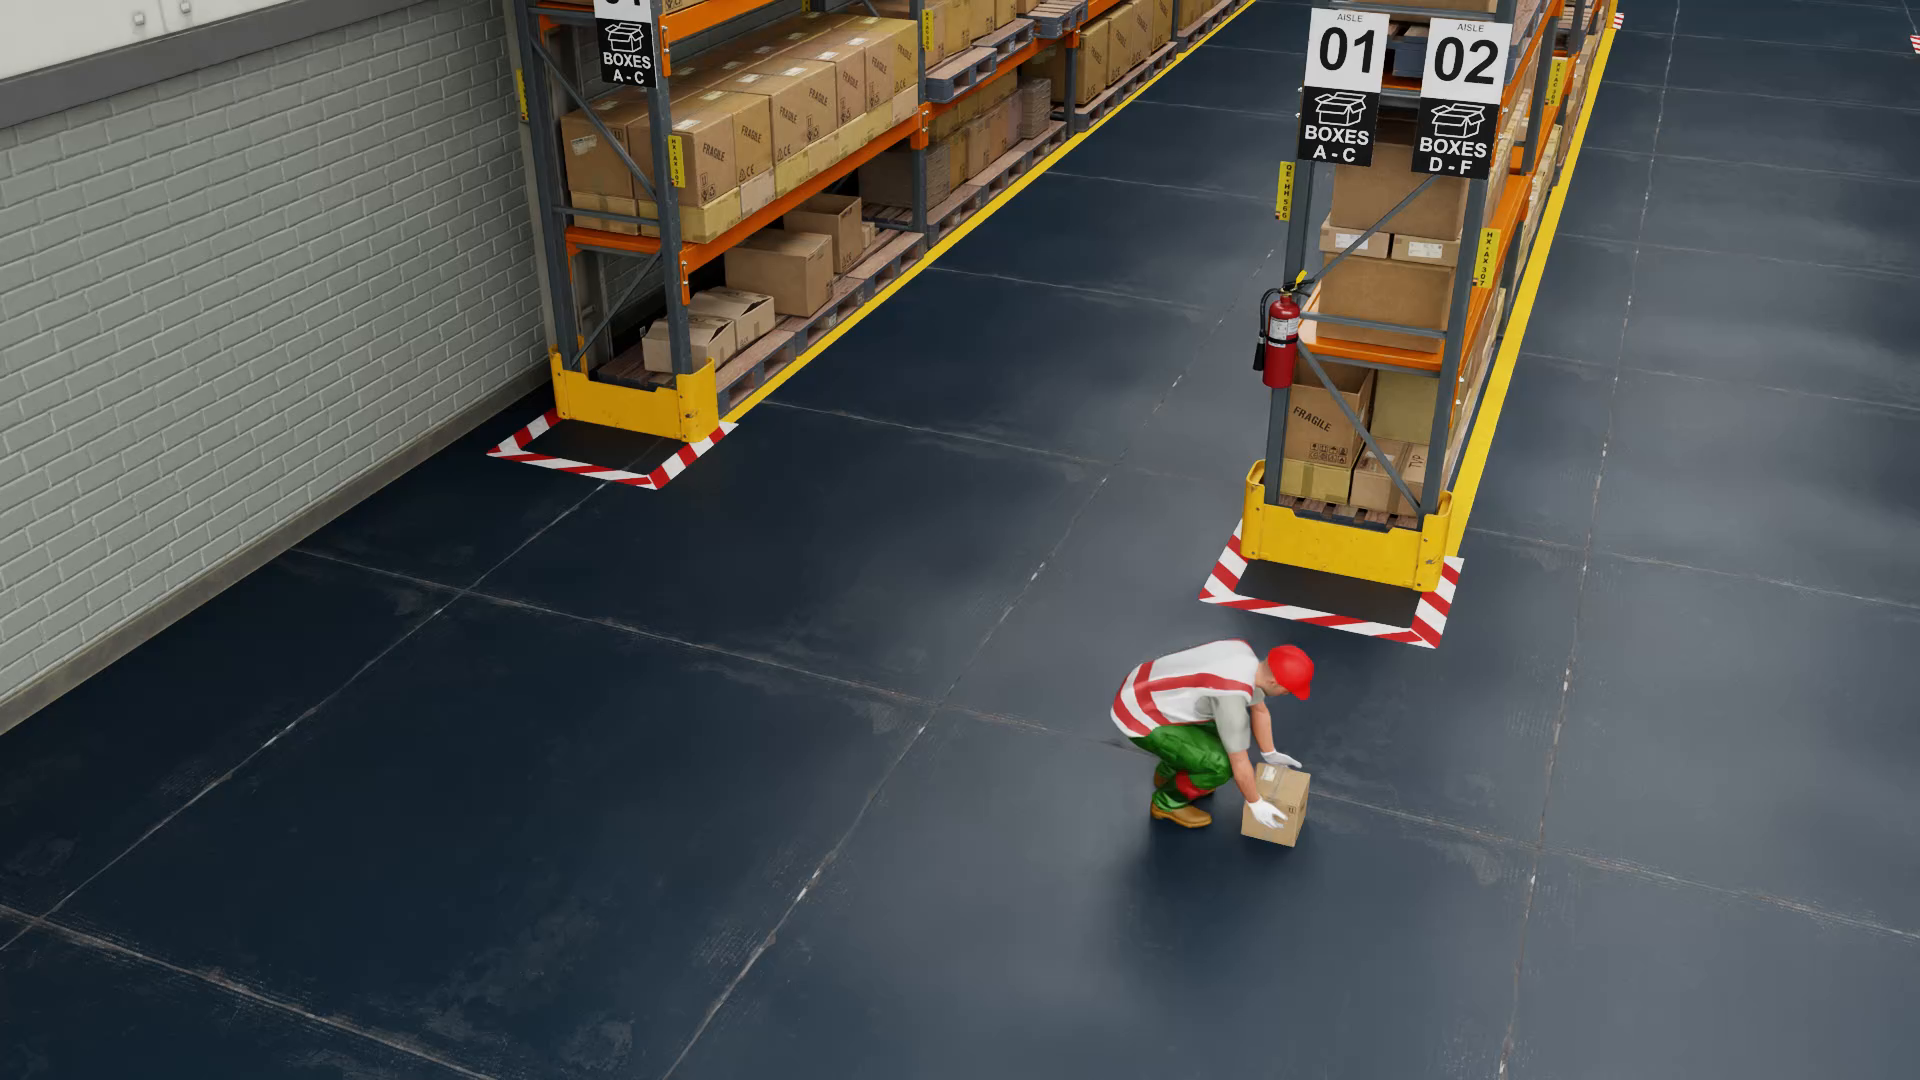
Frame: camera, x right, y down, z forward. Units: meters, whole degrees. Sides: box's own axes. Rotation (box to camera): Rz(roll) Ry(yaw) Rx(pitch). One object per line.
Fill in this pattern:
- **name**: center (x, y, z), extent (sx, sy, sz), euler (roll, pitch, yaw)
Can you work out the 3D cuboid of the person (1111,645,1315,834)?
- **person**: center (1.162, 0.866, 7.729), extent (0.886, 0.920, 0.565), euler (11, 31, 19)
